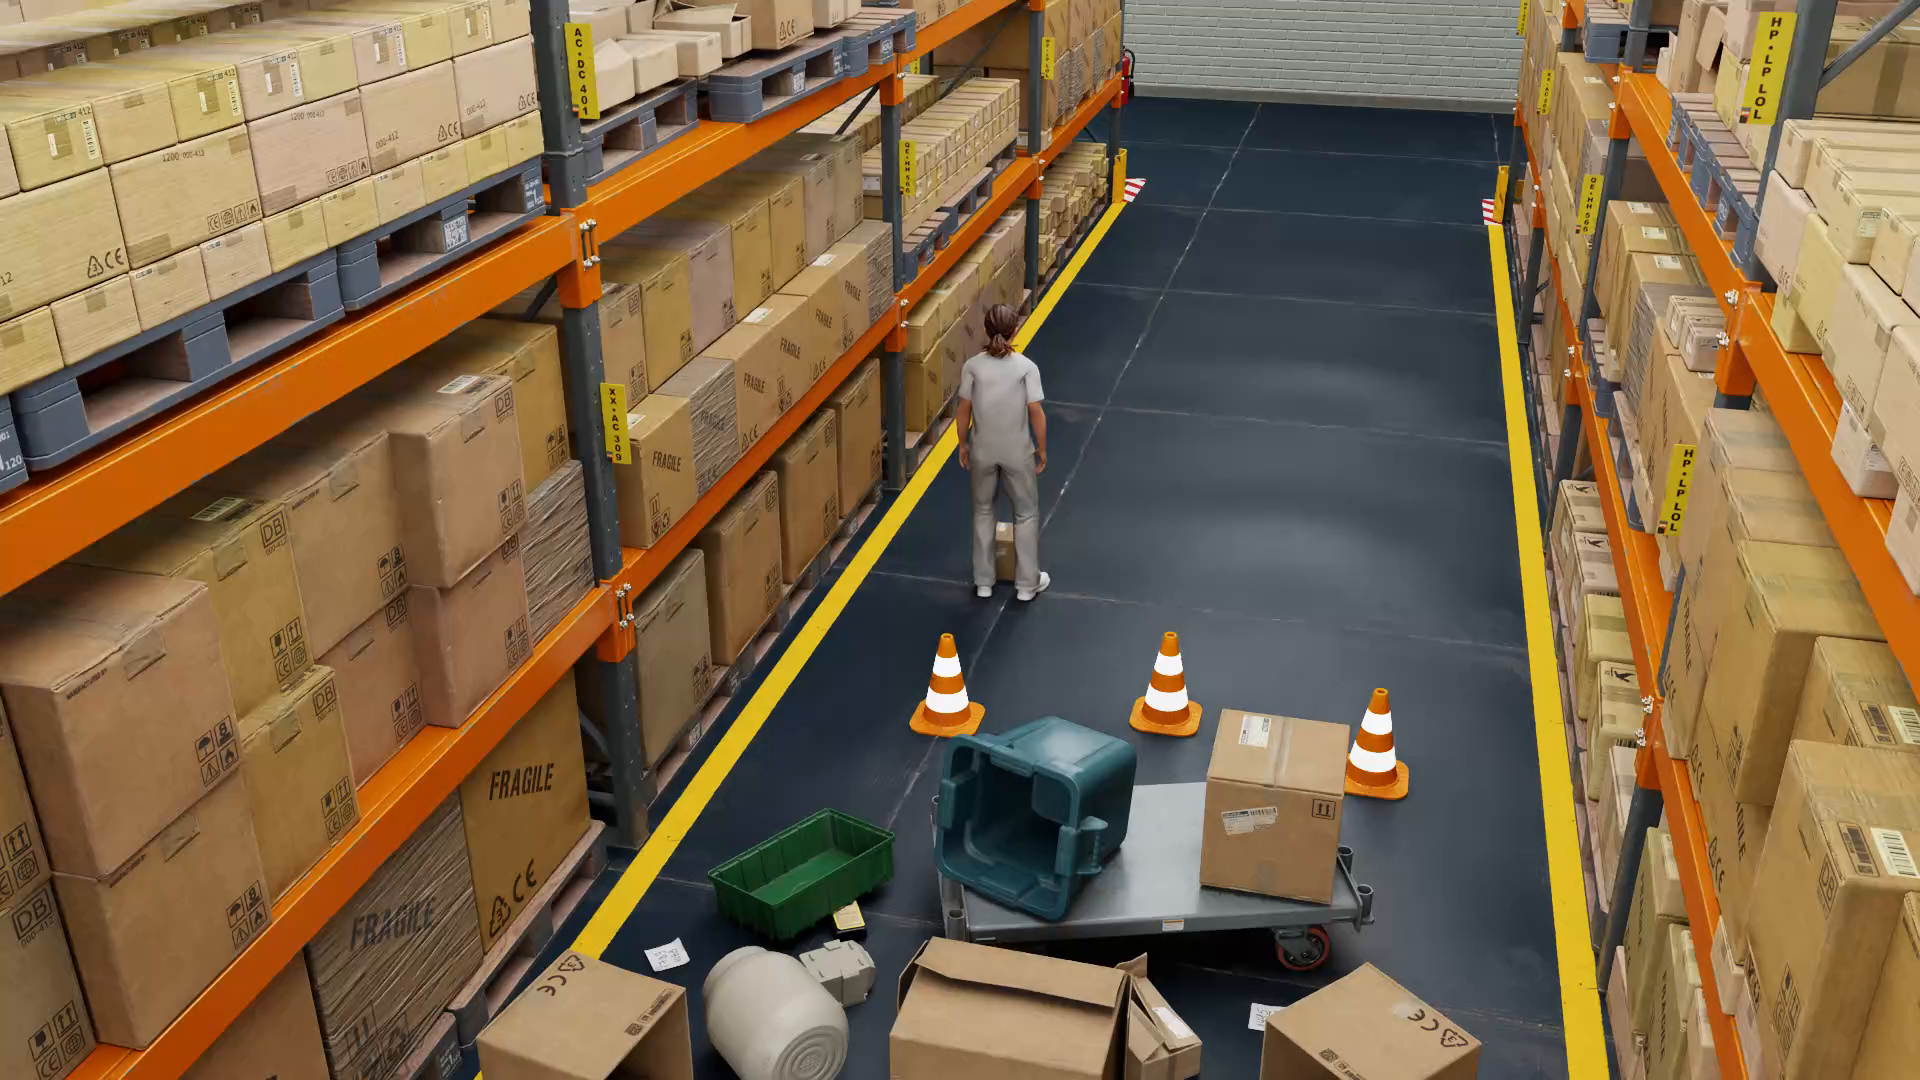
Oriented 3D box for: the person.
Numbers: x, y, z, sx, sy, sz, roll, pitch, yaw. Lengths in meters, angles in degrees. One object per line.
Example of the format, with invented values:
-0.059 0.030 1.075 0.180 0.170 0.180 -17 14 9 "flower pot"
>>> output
0.237 -0.473 9.106 0.514 1.673 0.351 5 26 10 "person"
